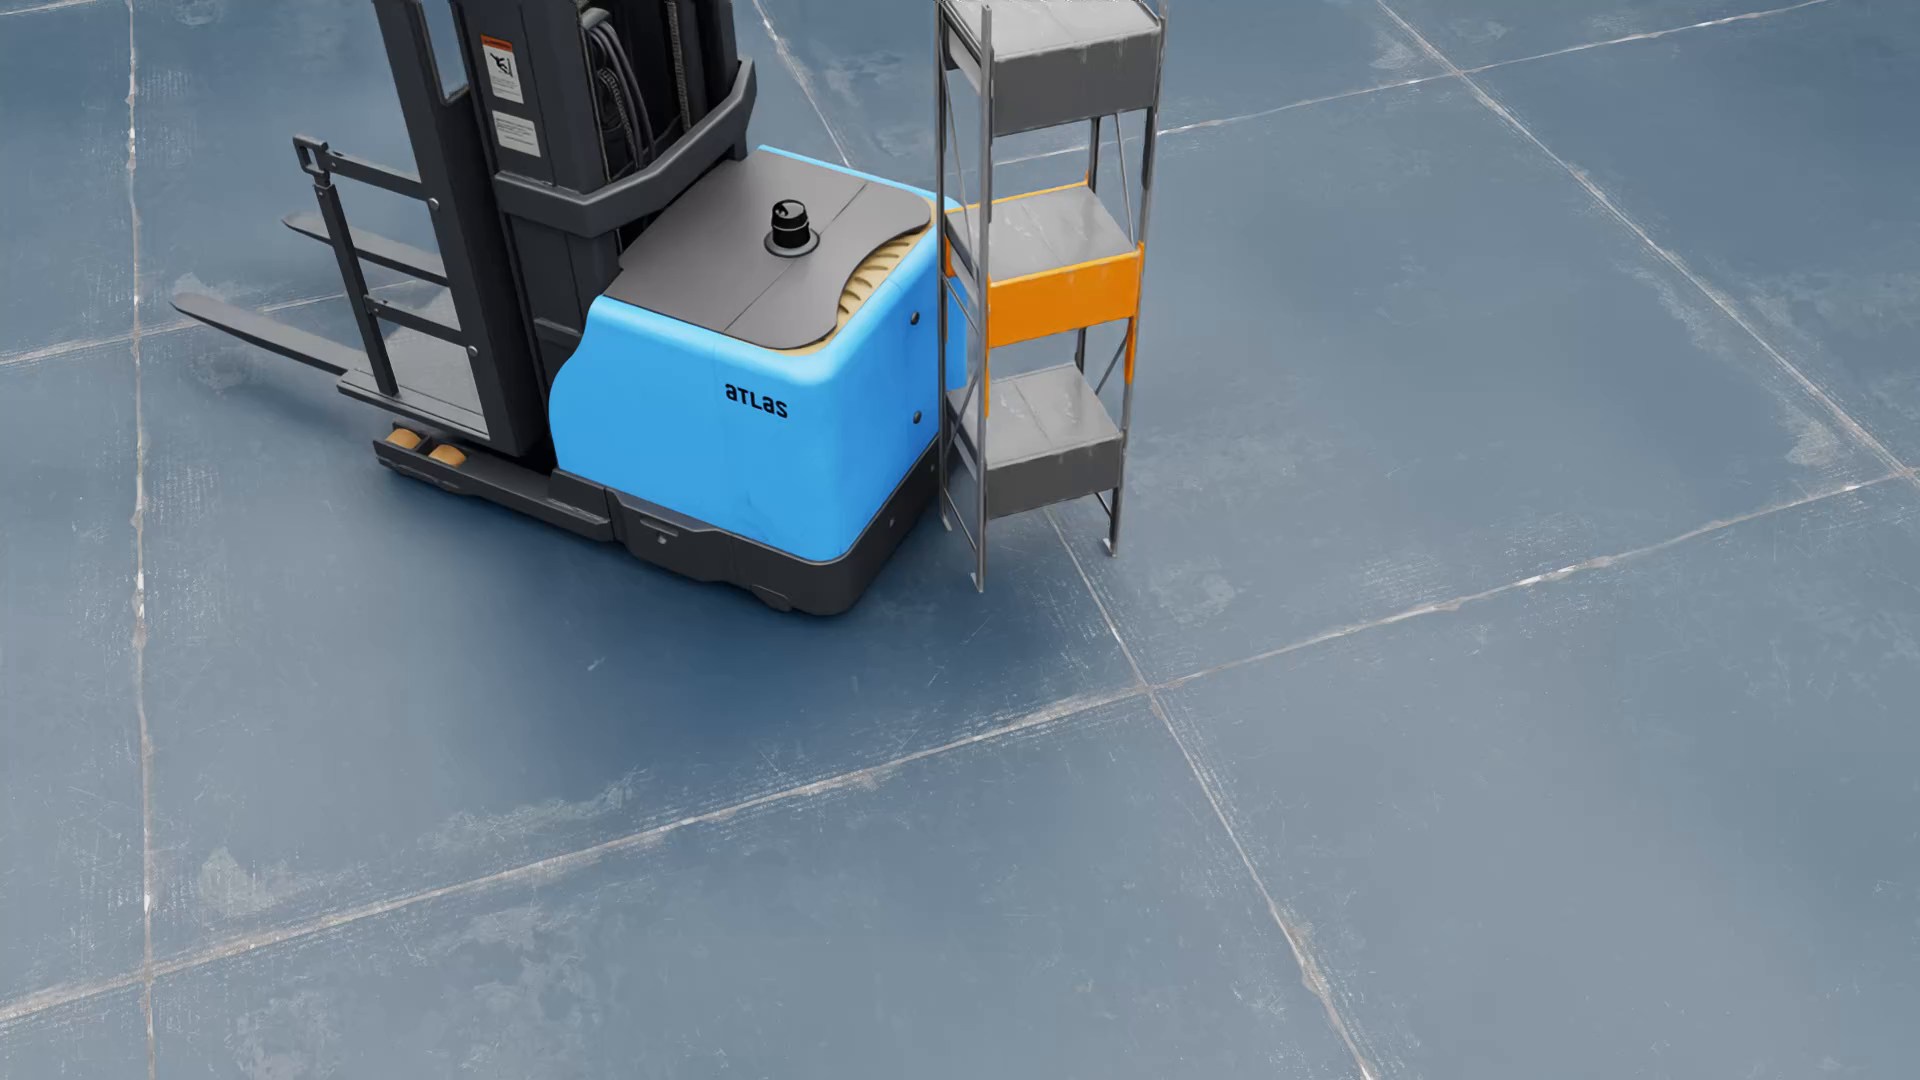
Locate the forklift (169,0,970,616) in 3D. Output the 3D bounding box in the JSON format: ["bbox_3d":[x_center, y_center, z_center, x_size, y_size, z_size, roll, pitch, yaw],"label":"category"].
[{"bbox_3d":[-1.515,-1.522,5.197,3.031,2.935,1.130,19,48,18],"label":"forklift"}]

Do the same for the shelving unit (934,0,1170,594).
[{"bbox_3d":[0.233,-0.754,5.019,0.503,2.100,0.431,-14,47,-14],"label":"shelving unit"}]

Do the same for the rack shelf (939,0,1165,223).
[{"bbox_3d":[0.233,-1.239,4.533,0.480,0.518,0.431,-14,47,-14],"label":"rack shelf"}]

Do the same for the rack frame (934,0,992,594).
[{"bbox_3d":[0.004,-0.695,4.960,0.015,2.100,0.400,-14,47,-14],"label":"rack frame"}]

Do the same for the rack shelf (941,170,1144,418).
[{"bbox_3d":[0.233,-0.745,5.029,0.480,0.518,0.431,-14,47,-14],"label":"rack shelf"}]

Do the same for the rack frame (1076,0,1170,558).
[{"bbox_3d":[0.463,-0.813,5.078,0.015,2.100,0.400,-14,47,-14],"label":"rack frame"}]

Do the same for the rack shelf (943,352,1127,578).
[{"bbox_3d":[0.233,-0.250,5.525,0.480,0.518,0.431,-14,47,-14],"label":"rack shelf"}]
